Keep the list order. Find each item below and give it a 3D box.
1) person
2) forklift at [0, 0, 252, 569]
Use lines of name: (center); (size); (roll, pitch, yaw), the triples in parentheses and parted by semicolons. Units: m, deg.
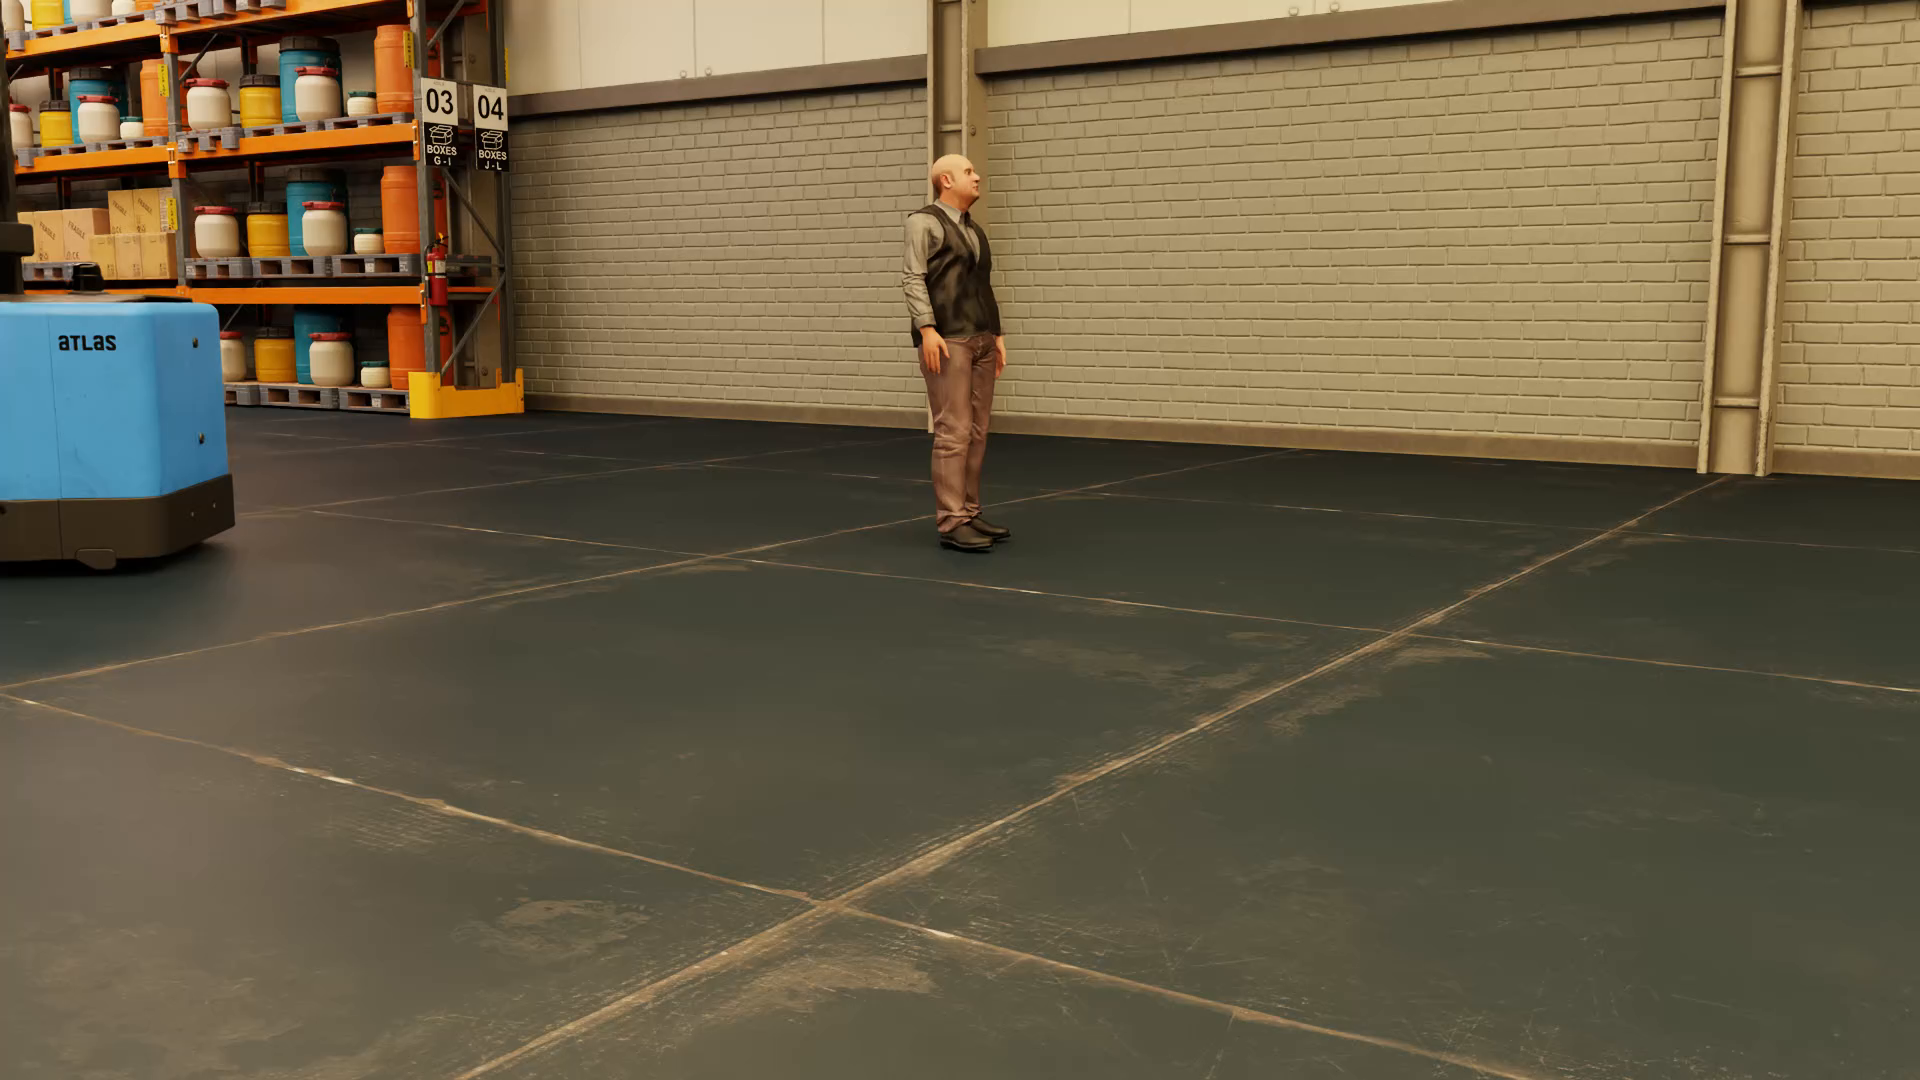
person: (0.048, -0.853, 7.440); (0.566, 1.722, 0.633); (5, 10, 34)
forklift: (-4.653, -1.355, 6.722); (3.031, 2.935, 1.130); (-1, 8, -8)
